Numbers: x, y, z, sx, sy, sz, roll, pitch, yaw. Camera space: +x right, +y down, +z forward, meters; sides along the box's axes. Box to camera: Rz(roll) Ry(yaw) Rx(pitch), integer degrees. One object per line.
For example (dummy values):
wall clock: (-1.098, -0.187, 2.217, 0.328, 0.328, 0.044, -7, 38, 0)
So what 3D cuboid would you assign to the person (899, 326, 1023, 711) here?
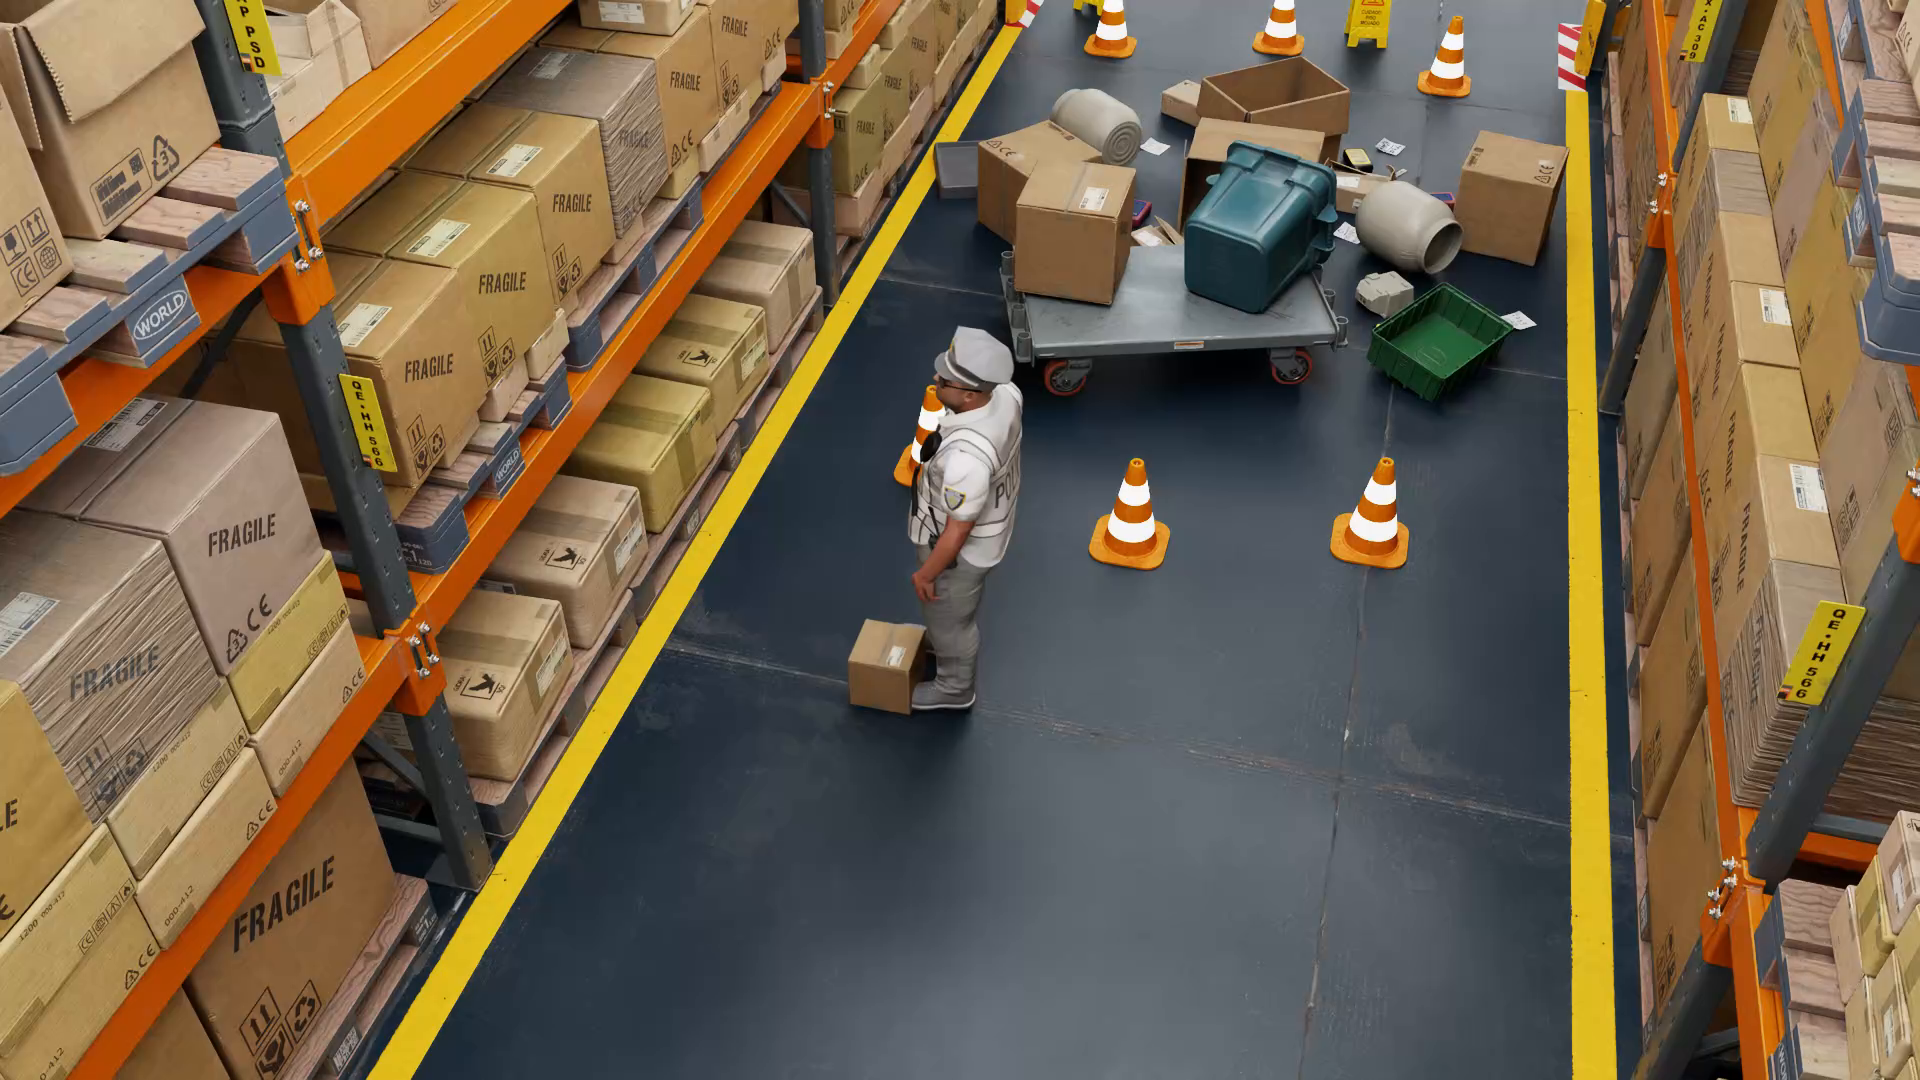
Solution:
person: (-0.076, -0.059, 6.183, 0.575, 1.782, 0.635, 10, 42, 11)
